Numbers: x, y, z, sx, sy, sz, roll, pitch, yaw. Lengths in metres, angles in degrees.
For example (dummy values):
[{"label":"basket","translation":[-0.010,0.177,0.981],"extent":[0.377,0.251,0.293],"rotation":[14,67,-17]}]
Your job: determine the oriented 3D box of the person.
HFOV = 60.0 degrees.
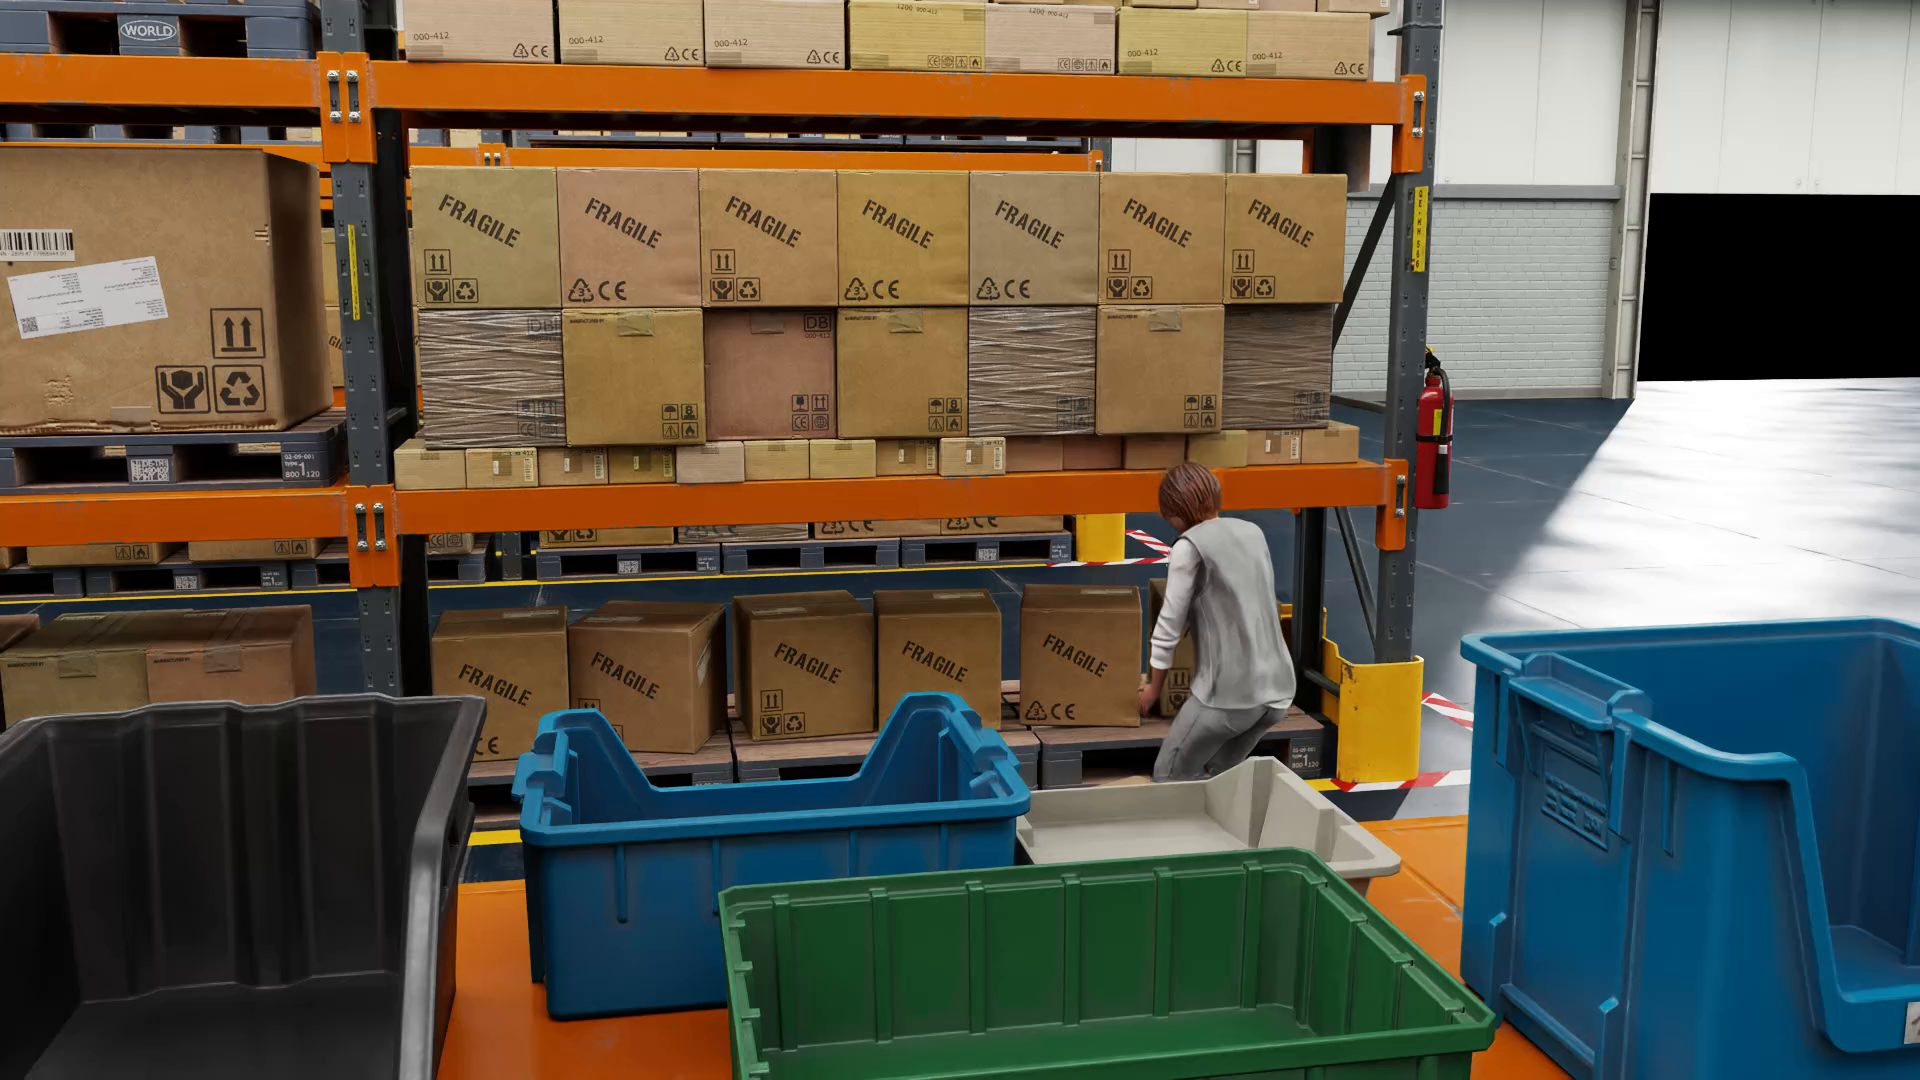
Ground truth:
[{"label":"person","translation":[0.823,0.533,5.442],"extent":[0.456,1.408,0.560],"rotation":[-7,12,-36]}]
